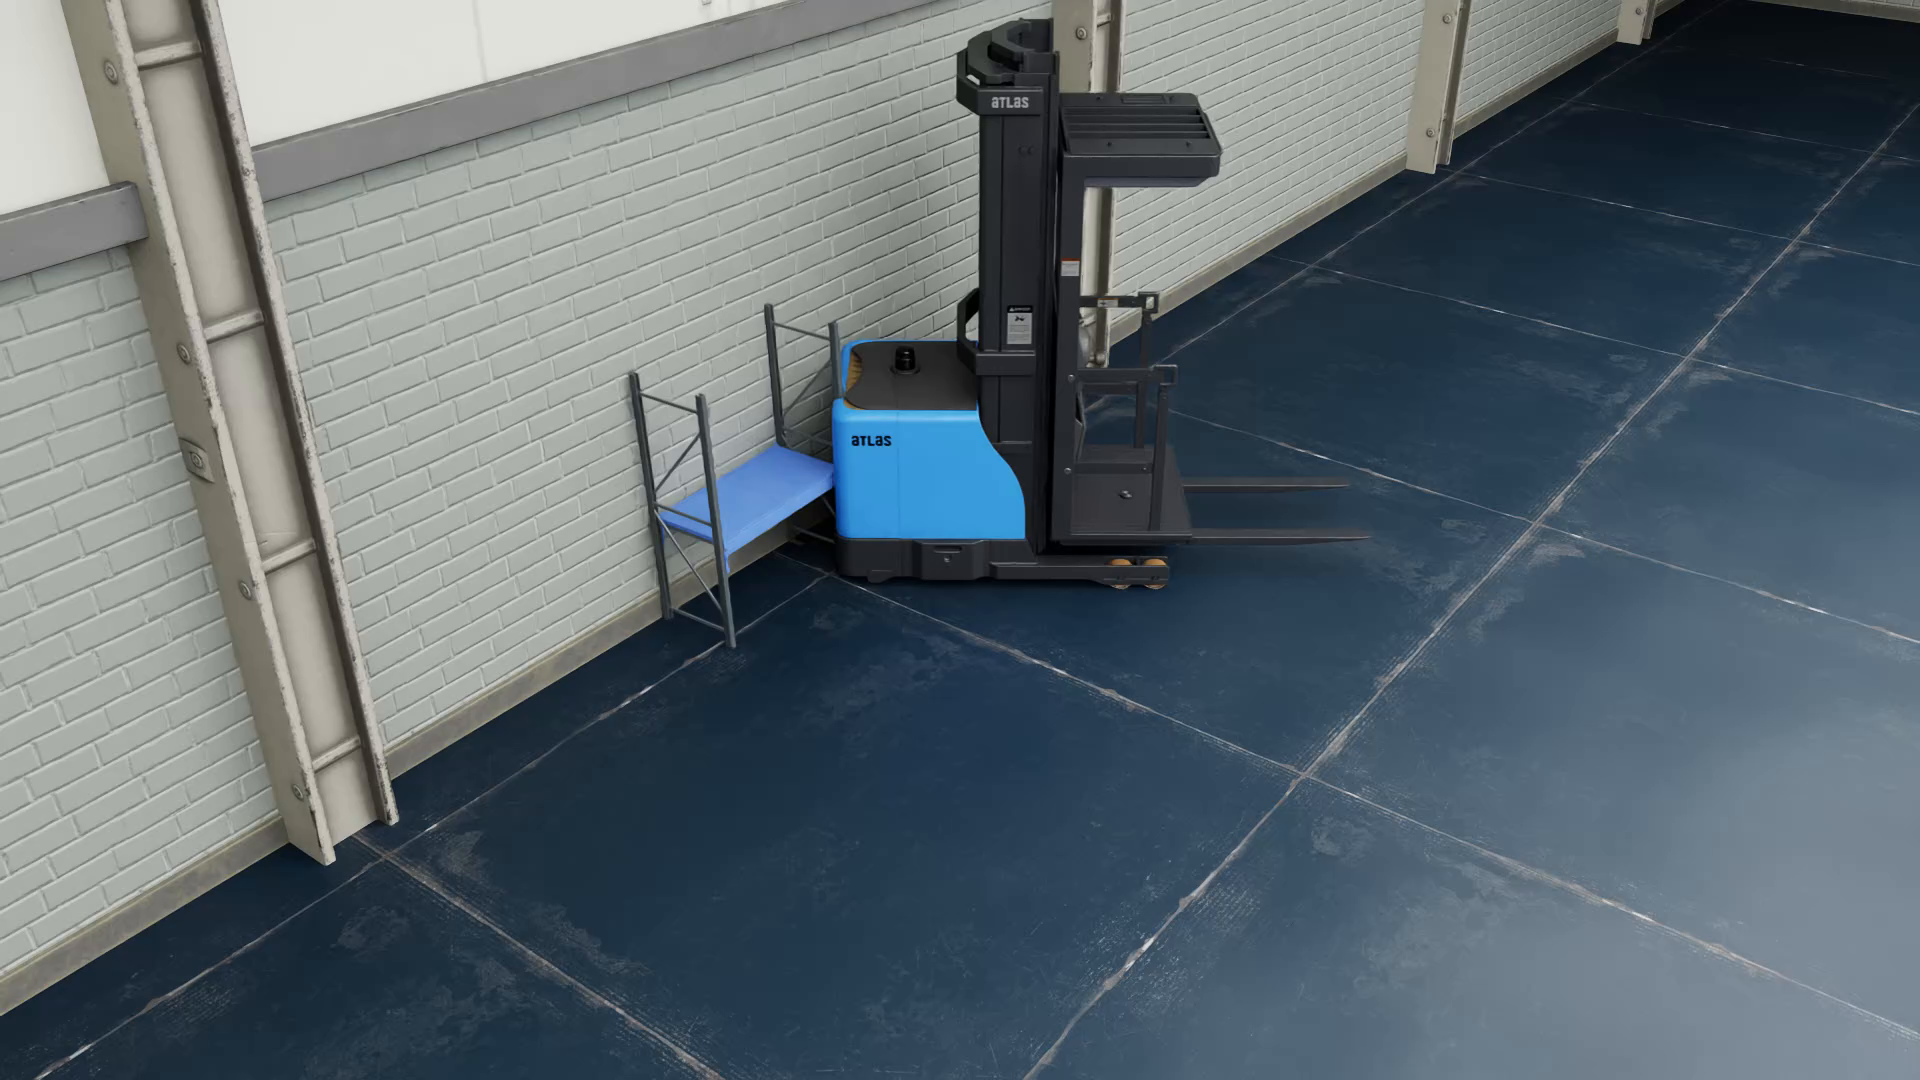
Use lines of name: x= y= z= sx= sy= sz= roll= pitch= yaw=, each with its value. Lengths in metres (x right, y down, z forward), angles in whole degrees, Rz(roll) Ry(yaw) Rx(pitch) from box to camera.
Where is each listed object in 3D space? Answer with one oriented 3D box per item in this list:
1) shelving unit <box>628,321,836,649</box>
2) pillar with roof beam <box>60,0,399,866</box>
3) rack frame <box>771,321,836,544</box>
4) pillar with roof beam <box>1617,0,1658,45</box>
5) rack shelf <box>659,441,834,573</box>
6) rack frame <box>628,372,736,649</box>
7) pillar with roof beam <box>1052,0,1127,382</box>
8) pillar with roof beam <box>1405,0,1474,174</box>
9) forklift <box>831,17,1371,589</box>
shelving unit: x=-1.131 y=-0.347 z=8.930 sx=0.538 sy=1.500 sz=1.039 roll=19 pitch=37 yaw=31
pillar with roof beam: x=0.619 y=-1.229 z=3.054 sx=9.100 sy=9.000 sz=0.400 roll=21 pitch=37 yaw=31
rack frame: x=-0.834 y=-0.572 z=9.282 sx=0.475 sy=1.308 sz=0.013 roll=19 pitch=37 yaw=31
pillar with roof beam: x=11.484 y=-8.545 z=15.399 sx=9.100 sy=9.000 sz=0.400 roll=21 pitch=37 yaw=31
rack shelf: x=-1.123 y=-0.195 z=9.026 sx=0.538 sy=0.185 sz=1.000 roll=19 pitch=37 yaw=31
rack frame: x=-1.425 y=-0.127 z=8.585 sx=0.500 sy=1.500 sz=0.032 roll=19 pitch=37 yaw=31
pillar with roof beam: x=4.240 y=-3.667 z=7.169 sx=9.100 sy=9.000 sz=0.400 roll=21 pitch=37 yaw=31
pillar with roof beam: x=7.862 y=-6.106 z=11.284 sx=9.100 sy=9.000 sz=0.400 roll=21 pitch=37 yaw=31
forklift: x=0.813 y=-1.259 z=9.057 sx=3.031 sy=2.935 sz=1.130 roll=0 pitch=31 yaw=0
